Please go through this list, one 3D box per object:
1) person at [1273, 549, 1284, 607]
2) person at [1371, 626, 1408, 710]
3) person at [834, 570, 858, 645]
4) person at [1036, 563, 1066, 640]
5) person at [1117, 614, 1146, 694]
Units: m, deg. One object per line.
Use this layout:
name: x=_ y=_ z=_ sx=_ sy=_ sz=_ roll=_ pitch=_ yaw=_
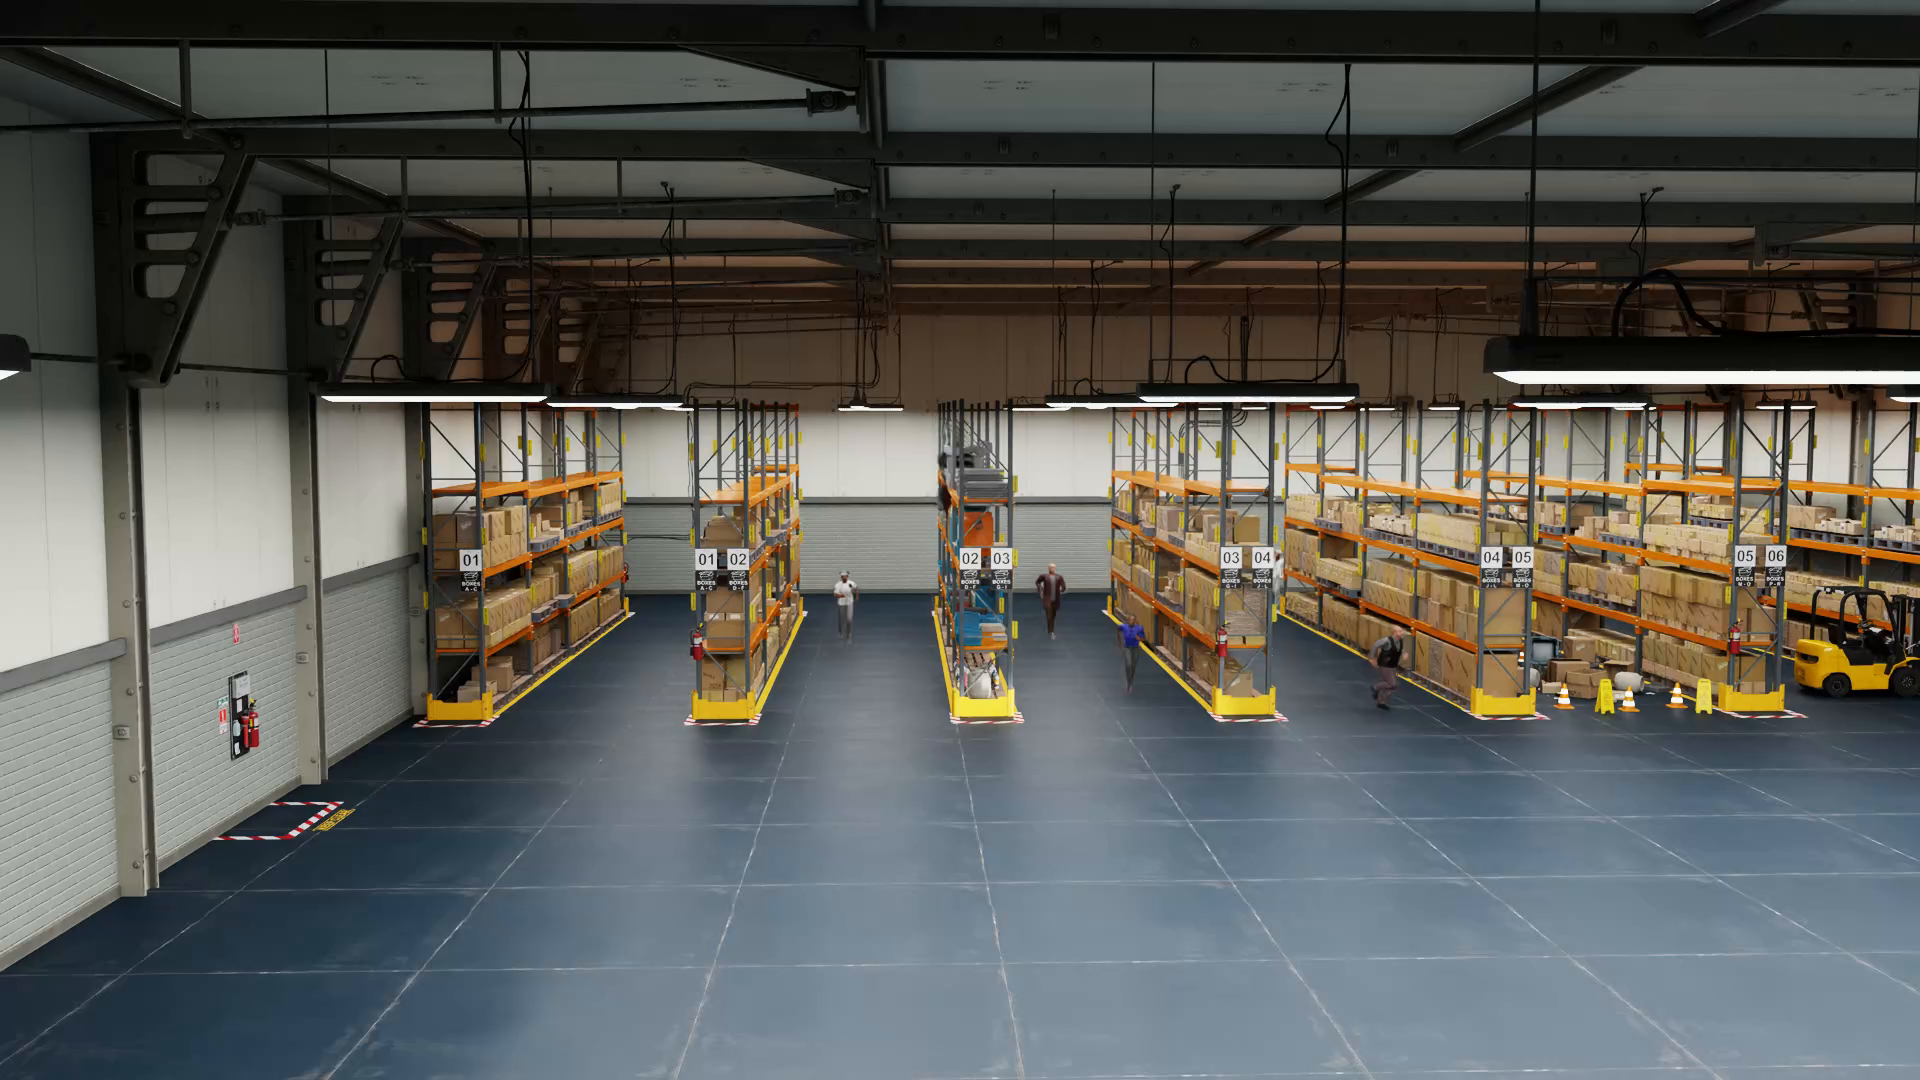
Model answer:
person: x=9.358 y=1.131 z=49.108 sx=0.674 sy=1.733 sz=0.601 roll=4 pitch=6 yaw=43
person: x=8.323 y=2.469 z=32.186 sx=0.647 sy=1.652 sz=0.722 roll=-4 pitch=6 yaw=-42
person: x=-2.719 y=1.601 z=39.748 sx=0.588 sy=1.793 sz=0.839 roll=0 pitch=4 yaw=-6
person: x=2.224 y=1.480 z=40.279 sx=0.704 sy=1.828 sz=0.978 roll=-1 pitch=4 yaw=-10
person: x=3.523 y=2.327 z=34.239 sx=0.570 sy=1.631 sz=0.913 roll=0 pitch=4 yaw=-3
